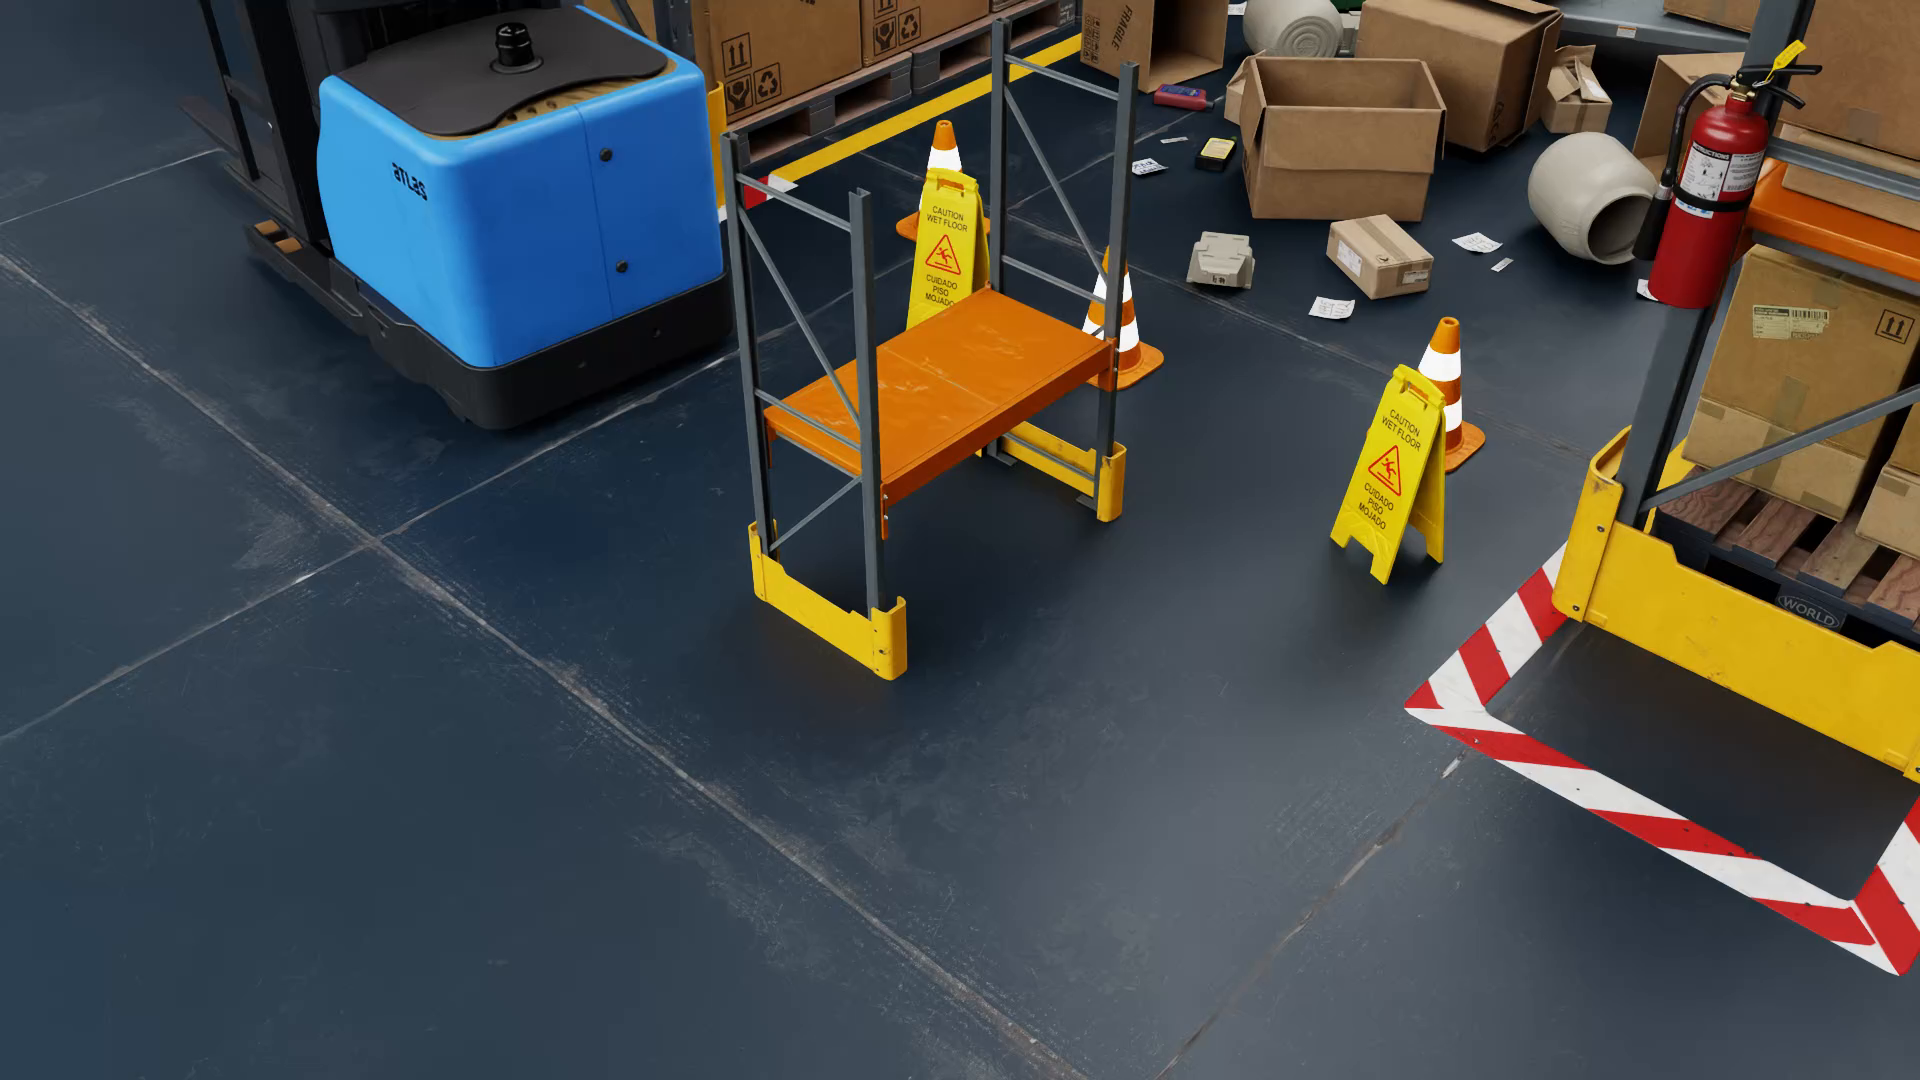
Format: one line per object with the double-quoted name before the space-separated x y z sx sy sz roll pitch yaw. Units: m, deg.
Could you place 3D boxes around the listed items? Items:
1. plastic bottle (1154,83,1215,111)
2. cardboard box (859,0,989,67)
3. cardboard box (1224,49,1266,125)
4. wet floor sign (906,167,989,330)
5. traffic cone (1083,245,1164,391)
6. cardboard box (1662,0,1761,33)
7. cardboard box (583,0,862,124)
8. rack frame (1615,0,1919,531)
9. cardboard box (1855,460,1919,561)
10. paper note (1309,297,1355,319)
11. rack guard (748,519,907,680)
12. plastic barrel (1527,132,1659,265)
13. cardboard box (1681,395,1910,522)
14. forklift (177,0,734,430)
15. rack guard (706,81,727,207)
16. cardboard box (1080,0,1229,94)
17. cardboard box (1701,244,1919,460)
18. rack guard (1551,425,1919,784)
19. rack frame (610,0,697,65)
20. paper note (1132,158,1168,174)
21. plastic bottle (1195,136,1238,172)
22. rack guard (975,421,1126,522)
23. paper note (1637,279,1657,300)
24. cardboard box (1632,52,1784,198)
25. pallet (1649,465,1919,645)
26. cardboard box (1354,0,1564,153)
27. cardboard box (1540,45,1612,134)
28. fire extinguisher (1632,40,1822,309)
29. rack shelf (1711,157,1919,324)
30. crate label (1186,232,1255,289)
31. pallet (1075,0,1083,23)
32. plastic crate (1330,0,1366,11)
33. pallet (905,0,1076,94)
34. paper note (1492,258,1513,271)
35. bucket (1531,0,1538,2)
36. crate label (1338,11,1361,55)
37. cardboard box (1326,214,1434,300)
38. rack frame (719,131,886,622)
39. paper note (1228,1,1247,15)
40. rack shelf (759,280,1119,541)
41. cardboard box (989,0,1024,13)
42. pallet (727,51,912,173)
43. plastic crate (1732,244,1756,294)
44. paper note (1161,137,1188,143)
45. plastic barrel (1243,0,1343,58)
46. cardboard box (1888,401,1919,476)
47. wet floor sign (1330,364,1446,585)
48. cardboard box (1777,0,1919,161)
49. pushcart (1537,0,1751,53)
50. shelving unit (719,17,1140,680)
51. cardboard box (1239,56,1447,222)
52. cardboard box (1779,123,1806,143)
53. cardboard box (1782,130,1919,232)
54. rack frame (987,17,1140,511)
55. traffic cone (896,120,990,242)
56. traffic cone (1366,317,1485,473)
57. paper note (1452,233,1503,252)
"plastic bottle" 1.065 -2.075 7.811 0.283 0.061 0.133 14 41 17
"cardboard box" -0.468 -2.890 7.844 0.875 0.875 0.875 29 47 31
"cardboard box" 1.429 -2.017 7.573 0.258 0.266 0.396 -26 45 -29
"wet floor sign" -0.027 -1.046 6.048 0.267 0.644 0.232 22 43 25
"traffic cone" 0.542 -0.837 5.930 0.336 0.463 0.334 30 47 32
"cardboard box" 3.617 -2.670 7.598 0.500 0.500 0.500 30 47 32
"cardboard box" -1.060 -2.485 7.334 0.875 0.875 0.875 30 47 32
"rack frame" 2.253 -0.781 3.822 1.000 3.000 0.127 30 47 32
"cardboard box" 3.001 -0.123 4.867 0.500 0.250 0.500 29 47 32
"paper note" 1.421 -0.889 6.343 0.148 0.019 0.142 14 41 17
"rack guard" -0.387 0.166 4.840 0.587 0.250 0.087 30 47 32
"plastic barrel" 2.529 -1.357 6.616 0.421 0.421 0.512 -5 39 -6
"cardboard box" 2.616 -0.364 5.170 0.500 0.250 0.500 29 47 32
"forklift" -2.191 -2.351 5.852 1.130 2.935 3.031 -29 47 -32
"rack guard" -1.485 -1.823 7.141 1.175 0.500 0.348 30 47 32
"cardboard box" 0.940 -2.529 8.027 0.500 0.500 0.500 -26 45 -29
"cardboard box" 2.601 -0.640 4.914 0.500 0.500 0.500 30 47 32
"rack guard" 2.304 0.163 4.643 1.175 0.500 0.348 30 47 32
"rack frame" -1.469 -2.813 6.377 1.000 3.000 0.127 30 47 32
"paper note" 0.814 -1.638 7.287 0.142 0.017 0.144 -18 42 -21
"plastic bottle" 1.142 -1.723 7.368 0.133 0.061 0.283 14 41 17
"rack guard" 0.285 -0.292 5.416 0.587 0.250 0.087 30 47 32
"paper note" 2.704 -0.973 6.449 0.142 0.019 0.148 14 41 17
"cardboard box" 3.224 -1.720 7.009 0.500 0.500 0.500 -5 39 -6
"pallet" 2.878 -0.082 5.184 1.003 0.211 1.213 30 47 32
"cardboard box" 2.194 -2.160 7.453 0.797 0.637 0.503 30 47 32
"cardboard box" 2.818 -2.075 7.646 0.258 0.266 0.396 2 39 2
"fire extinguisher" 1.835 -0.891 4.023 0.296 0.674 0.183 30 47 32
"rack shelf" 3.602 -1.418 5.201 1.077 0.370 4.000 30 47 32
"crate label" 1.027 -1.096 6.519 0.250 0.136 0.298 8 39 10
"pallet" 0.659 -3.242 9.158 1.003 0.211 1.213 30 47 32
"plastic crate" 2.079 -2.942 8.753 0.662 0.188 0.450 -11 30 -14
"pallet" -0.164 -2.679 8.450 1.003 0.211 1.213 30 47 32
"paper note" 2.160 -1.097 6.621 0.032 0.001 0.123 30 47 32
"bucket" 2.839 -2.933 7.938 0.620 0.611 0.726 -10 38 -28
"crate label" 1.961 -2.550 8.347 0.298 0.136 0.250 2 39 2
"cardboard box" 1.646 -1.115 6.532 0.250 0.149 0.380 -11 40 -14
"rack frame" -0.400 -0.314 4.440 0.500 1.500 0.032 30 47 32
"paper note" 1.444 -2.799 8.745 0.147 0.020 0.142 2 39 2
"rack shelf" -0.058 -0.407 4.846 0.538 0.185 1.000 30 47 32
"cardboard box" 0.148 -3.308 8.369 0.875 0.875 0.875 30 47 32
"pallet" -0.987 -2.121 7.748 1.003 0.211 1.213 30 47 32
"plastic crate" 3.287 -1.099 6.567 0.402 0.080 0.583 14 41 17
"paper note" 0.969 -1.808 7.516 0.123 0.001 0.032 -11 40 -14
"plastic barrel" 1.596 -2.477 8.024 0.421 0.421 0.512 -5 39 -6
"cardboard box" 3.017 -0.428 4.647 0.500 0.500 0.500 28 46 31
"wet floor sign" 1.335 -0.221 5.010 0.232 0.644 0.267 -18 42 -21
"cardboard box" 2.416 -1.301 4.157 0.500 0.500 0.500 29 47 31
"pushcart" 3.235 -2.526 8.124 1.648 0.377 0.936 14 41 17
"shelving unit" -0.051 -0.552 4.739 0.587 1.500 1.083 30 47 32
"cardboard box" 1.569 -1.673 6.950 0.797 0.503 0.637 2 39 2
"cardboard box" 2.436 -1.107 4.434 0.380 0.149 0.250 29 47 31
"cardboard box" 2.347 -0.944 4.229 0.380 0.149 0.250 31 48 33
"rack frame" 0.285 -0.781 5.028 0.500 1.500 0.032 30 47 32
"traffic cone" -0.063 -1.467 6.724 0.336 0.463 0.334 30 47 32
"traffic cone" 1.591 -0.527 5.541 0.336 0.463 0.334 30 47 32
"paper note" 2.105 -1.211 6.758 0.142 0.019 0.148 -18 42 -21
